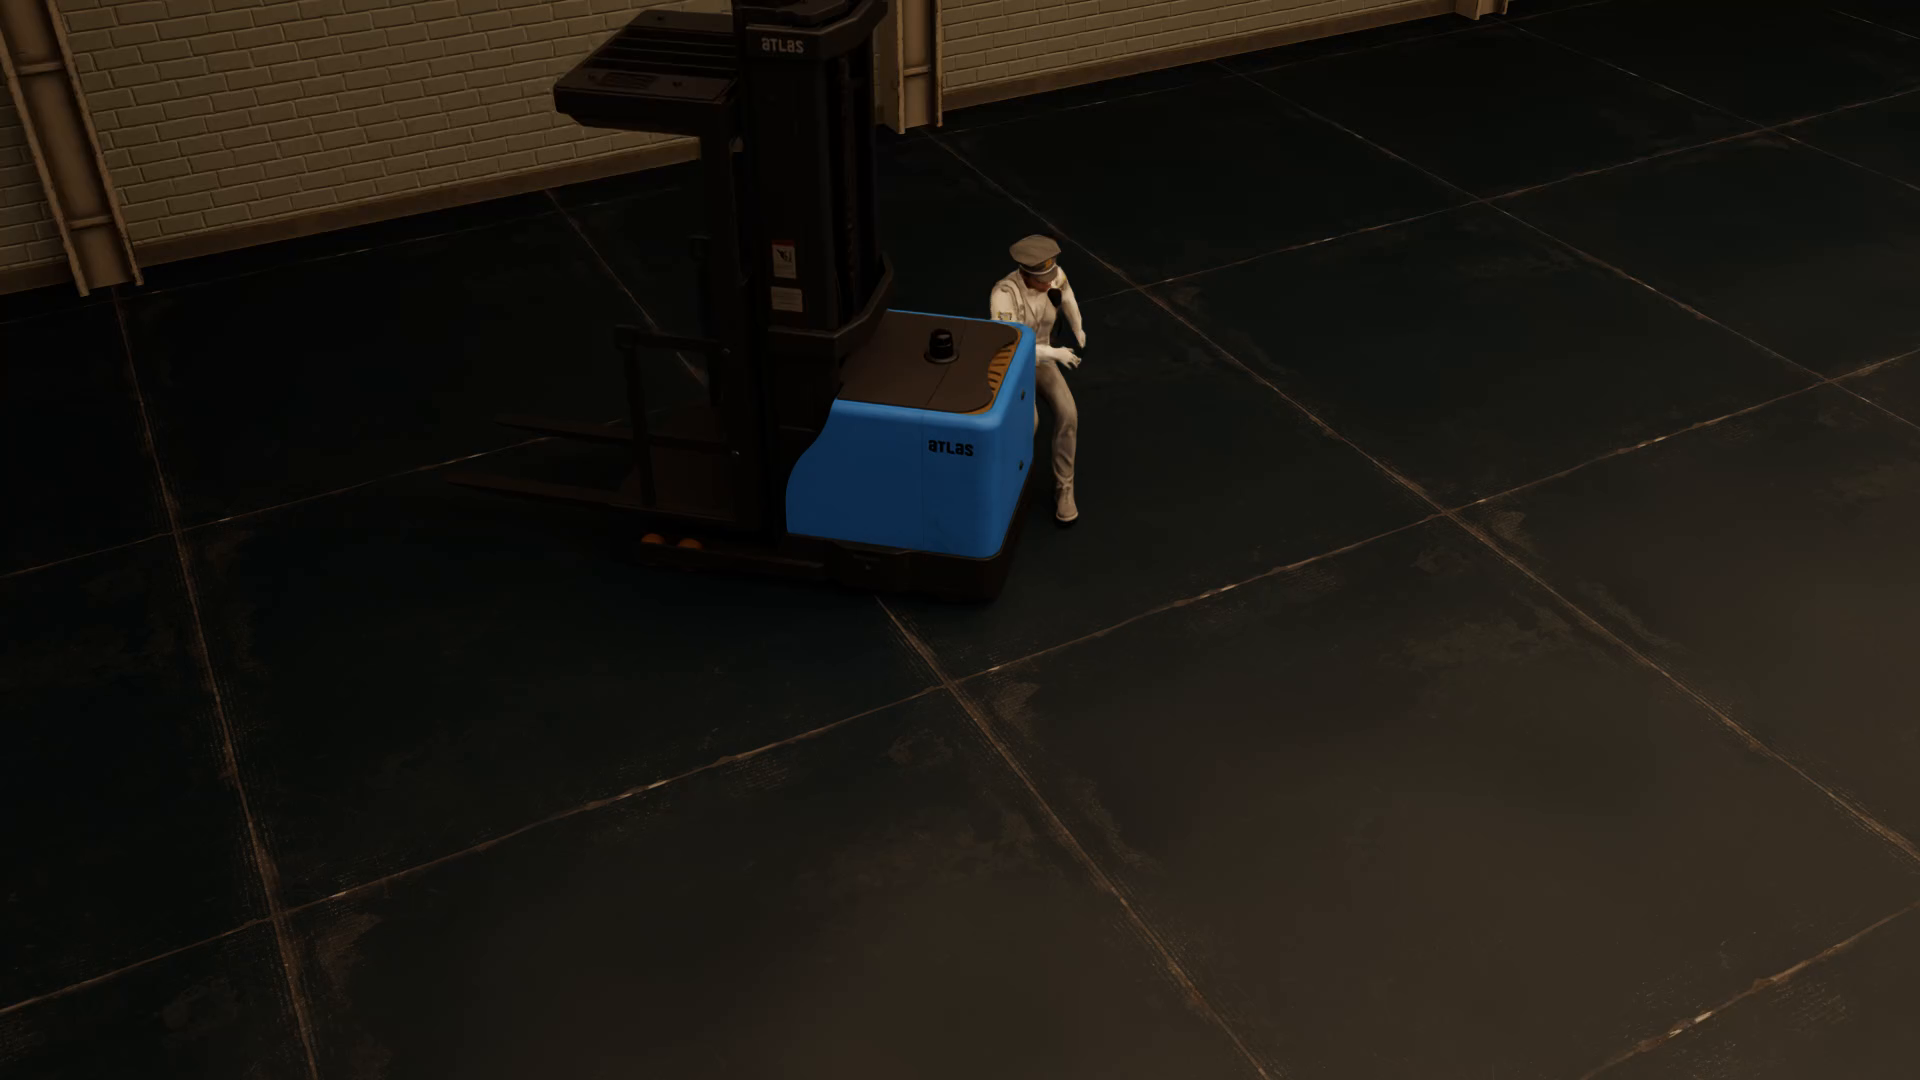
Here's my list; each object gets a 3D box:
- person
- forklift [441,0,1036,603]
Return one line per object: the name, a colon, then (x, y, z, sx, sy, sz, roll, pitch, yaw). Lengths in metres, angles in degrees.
person: (0.498, -0.879, 8.764, 0.846, 1.442, 0.879, -20, 40, -26)
forklift: (-1.177, -1.325, 7.998, 3.031, 2.935, 1.130, 8, 36, 11)
